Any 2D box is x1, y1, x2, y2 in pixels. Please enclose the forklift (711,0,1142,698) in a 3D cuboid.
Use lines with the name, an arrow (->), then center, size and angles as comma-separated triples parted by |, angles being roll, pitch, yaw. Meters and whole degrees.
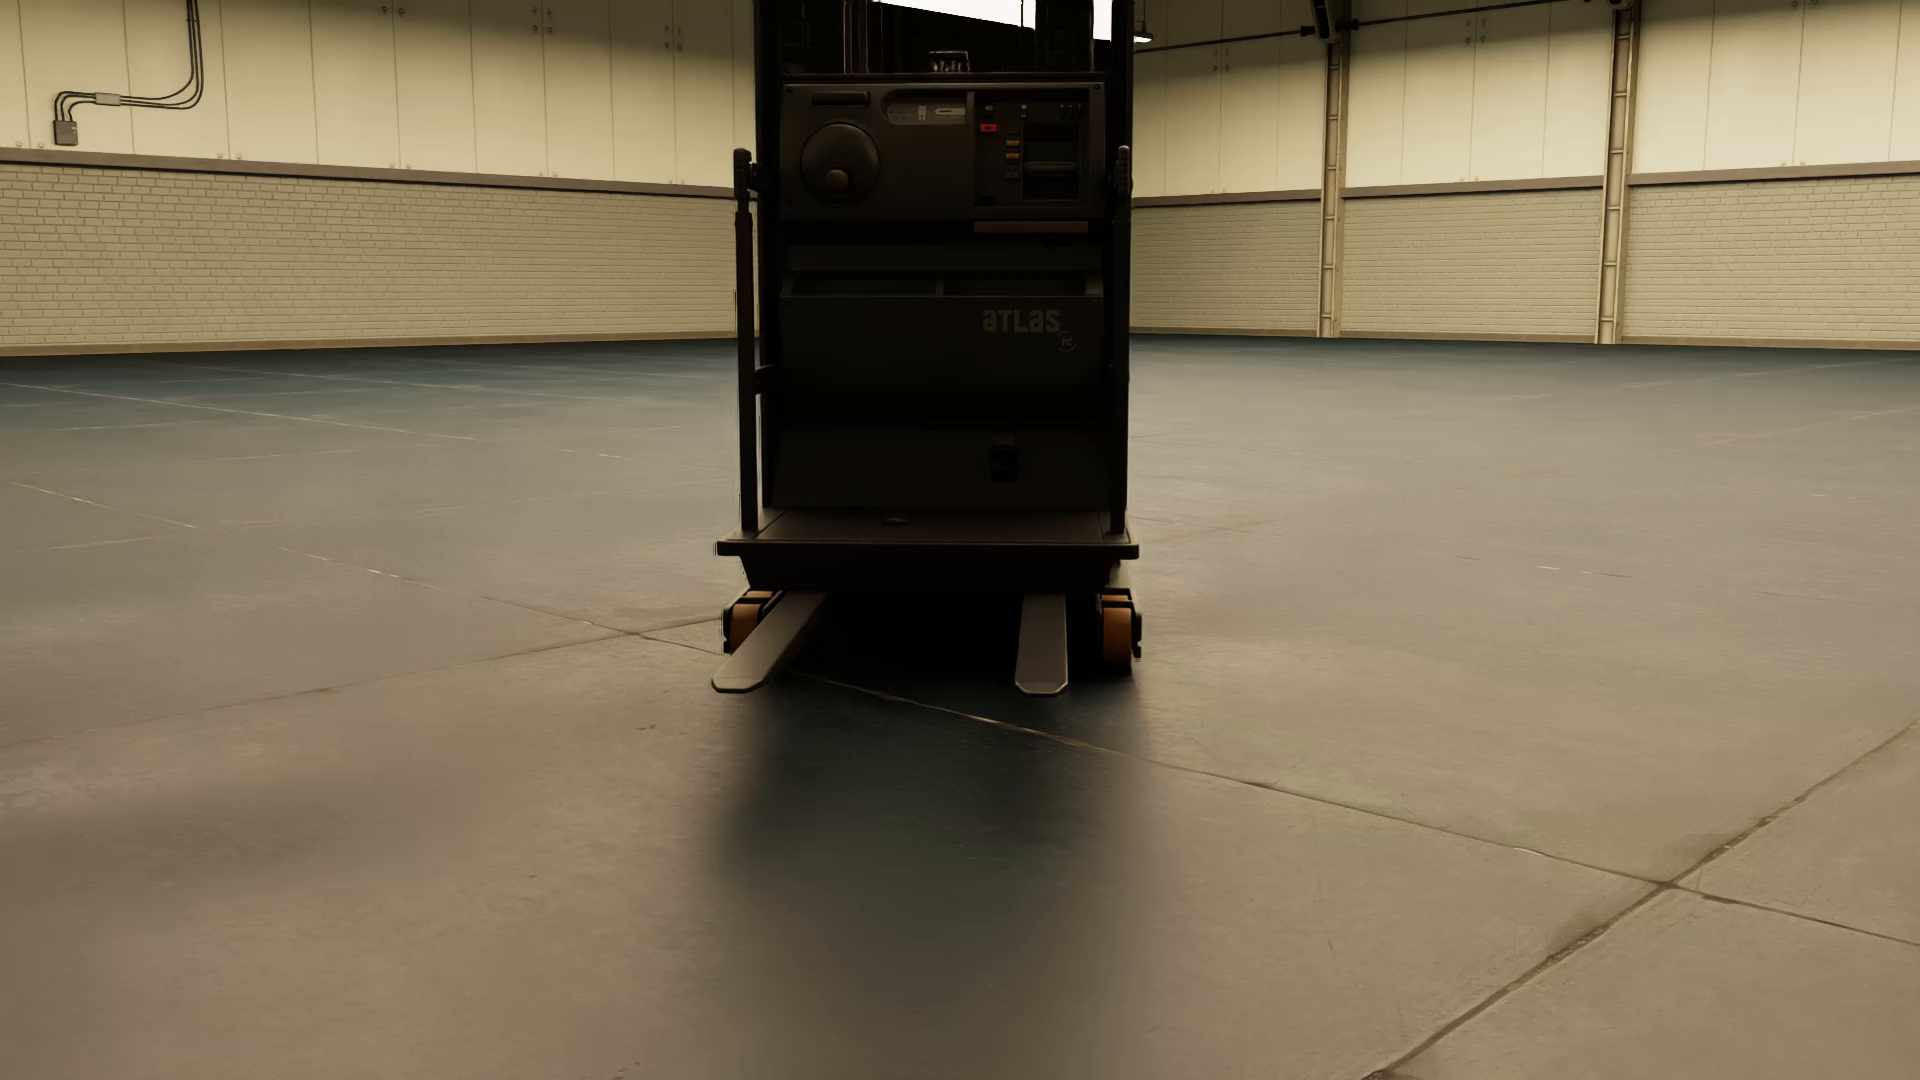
forklift -> -0.060, -1.157, 4.557 | 1.130, 2.935, 3.031 | 0, 9, 3
